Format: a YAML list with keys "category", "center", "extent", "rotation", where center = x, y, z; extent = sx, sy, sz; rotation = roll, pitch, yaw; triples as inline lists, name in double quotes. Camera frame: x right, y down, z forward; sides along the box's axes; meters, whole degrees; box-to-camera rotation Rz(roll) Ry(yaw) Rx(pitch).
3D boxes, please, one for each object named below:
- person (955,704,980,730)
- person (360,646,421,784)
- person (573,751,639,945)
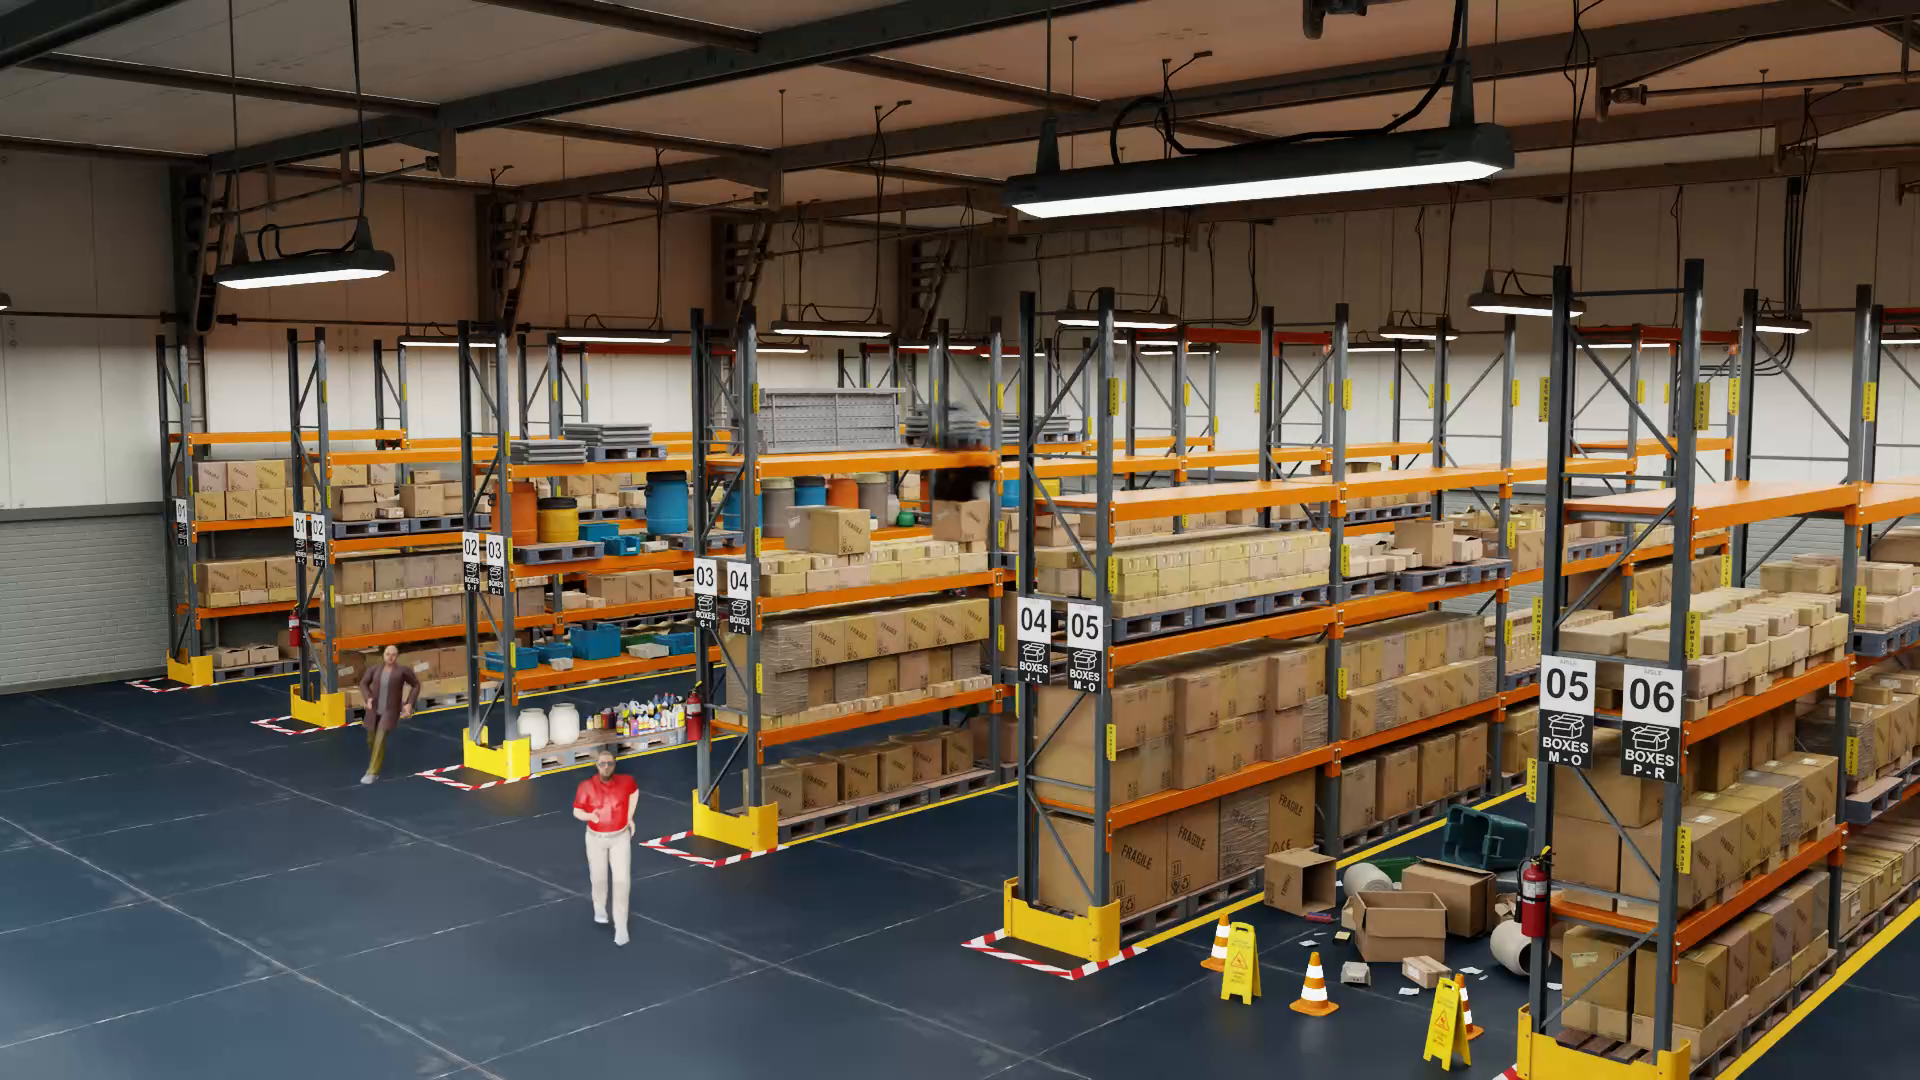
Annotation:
- category: "person"
  center: [0.183, 2.034, 24.196]
  extent: [0.657, 1.743, 0.605]
  rotation: [3, 6, 32]
- category: "person"
  center: [-7.473, 2.246, 21.773]
  extent: [0.774, 1.748, 0.911]
  rotation: [0, 5, 0]
- category: "person"
  center: [-3.313, 2.850, 15.601]
  extent: [0.603, 1.786, 0.866]
  rotation: [-1, 5, -11]
